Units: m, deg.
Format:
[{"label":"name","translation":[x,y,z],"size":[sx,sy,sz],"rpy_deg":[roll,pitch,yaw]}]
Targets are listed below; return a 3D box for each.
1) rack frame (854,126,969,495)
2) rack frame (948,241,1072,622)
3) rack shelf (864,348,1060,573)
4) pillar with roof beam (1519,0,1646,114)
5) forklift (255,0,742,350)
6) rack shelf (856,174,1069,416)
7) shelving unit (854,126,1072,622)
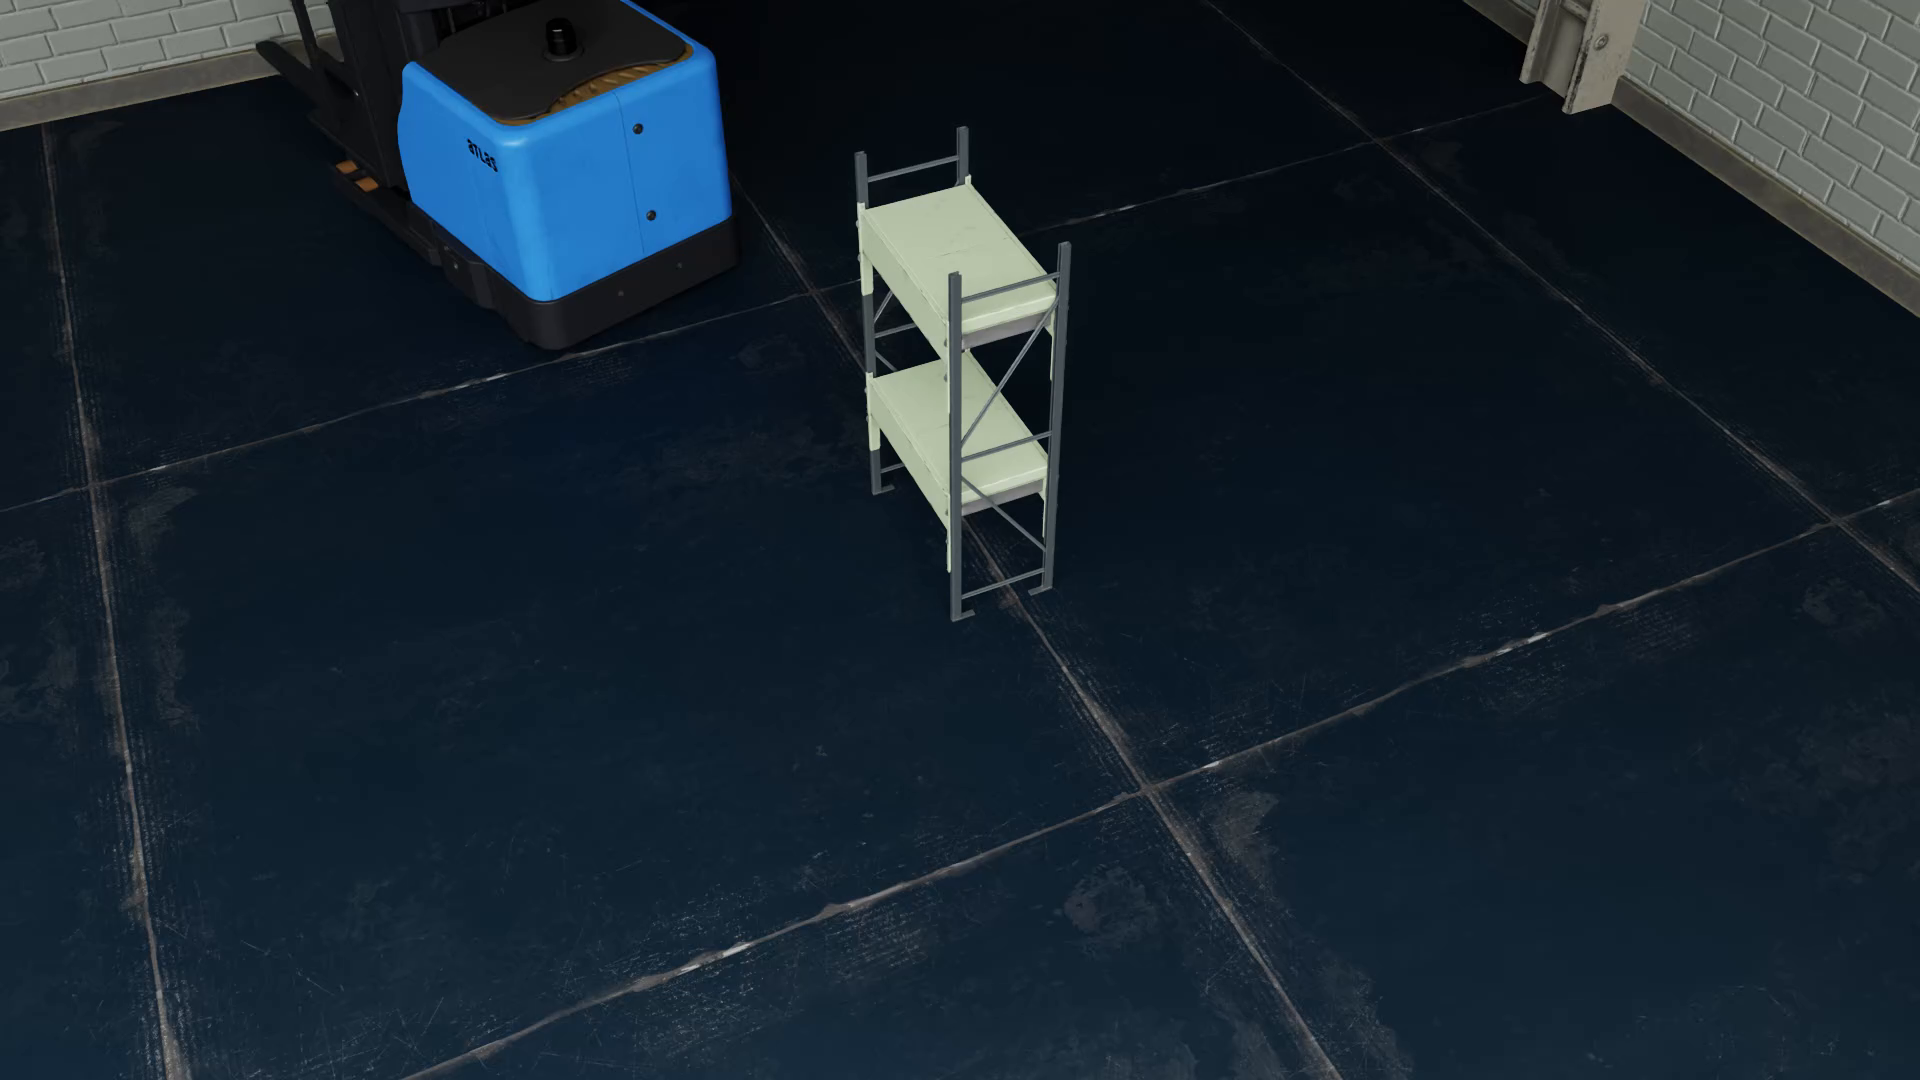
[{"label":"rack frame","translation":[-0.157,-0.771,5.964],"size":[0.400,1.500,0.023],"rpy_deg":[-18,47,-17]},{"label":"rack frame","translation":[0.151,-0.305,5.491],"size":[0.400,1.500,0.023],"rpy_deg":[-18,47,-17]},{"label":"rack shelf","translation":[-0.003,-0.306,5.957],"size":[0.431,0.370,0.720],"rpy_deg":[-18,47,-17]},{"label":"pillar with roof beam","translation":[-0.764,-4.261,4.162],"size":[9.100,9.000,0.400],"rpy_deg":[-18,47,-17]},{"label":"forklift","translation":[-2.338,-2.790,6.991],"size":[1.130,2.935,3.031],"rpy_deg":[-33,53,-29]},{"label":"rack shelf","translation":[-0.003,-0.816,5.453],"size":[0.431,0.370,0.720],"rpy_deg":[-18,47,-17]},{"label":"shelving unit","translation":[-0.003,-0.538,5.728],"size":[0.431,1.500,0.755],"rpy_deg":[-18,47,-17]}]
